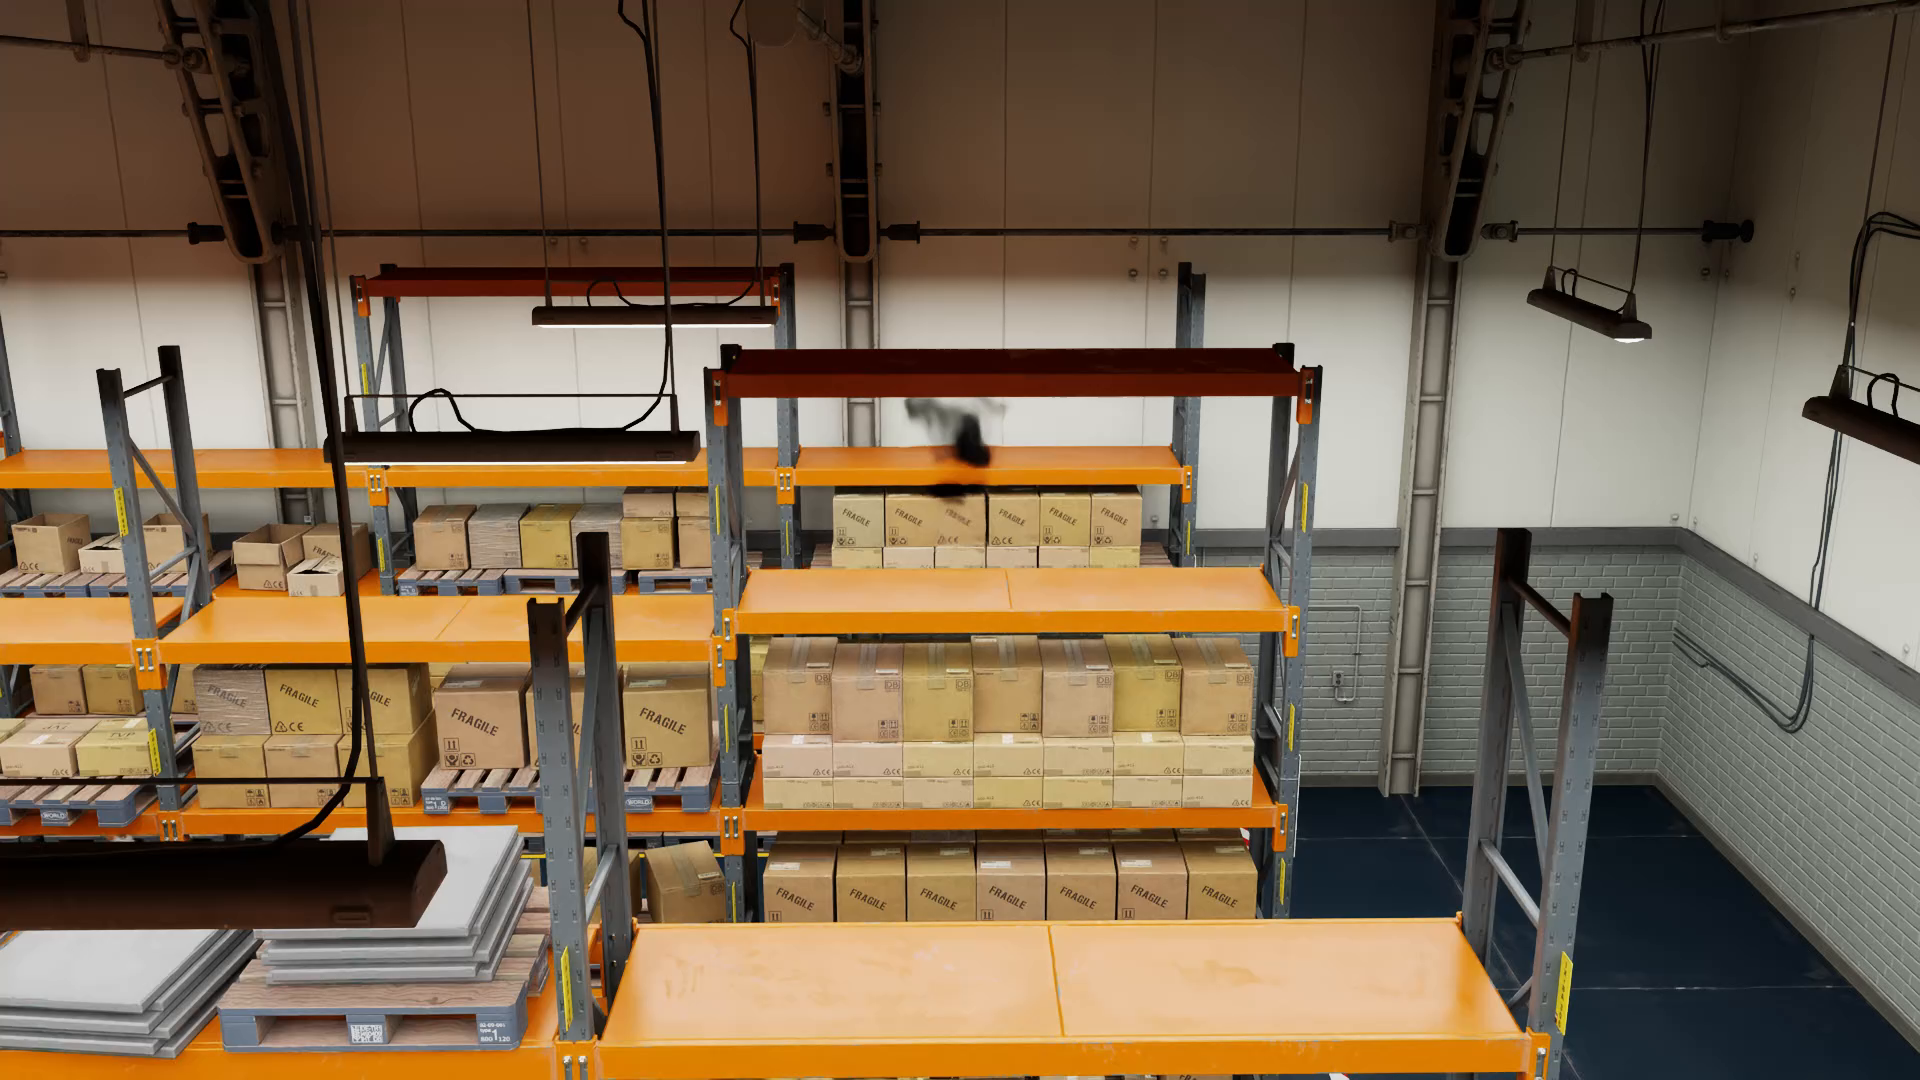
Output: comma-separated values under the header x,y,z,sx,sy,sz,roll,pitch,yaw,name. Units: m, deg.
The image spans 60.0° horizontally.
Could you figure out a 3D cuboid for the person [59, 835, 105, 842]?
x,y,z,sx,sy,sz,roll,pitch,yaw,name
-7.787,3.162,14.790,0.622,1.619,0.498,-4,17,-13,person
